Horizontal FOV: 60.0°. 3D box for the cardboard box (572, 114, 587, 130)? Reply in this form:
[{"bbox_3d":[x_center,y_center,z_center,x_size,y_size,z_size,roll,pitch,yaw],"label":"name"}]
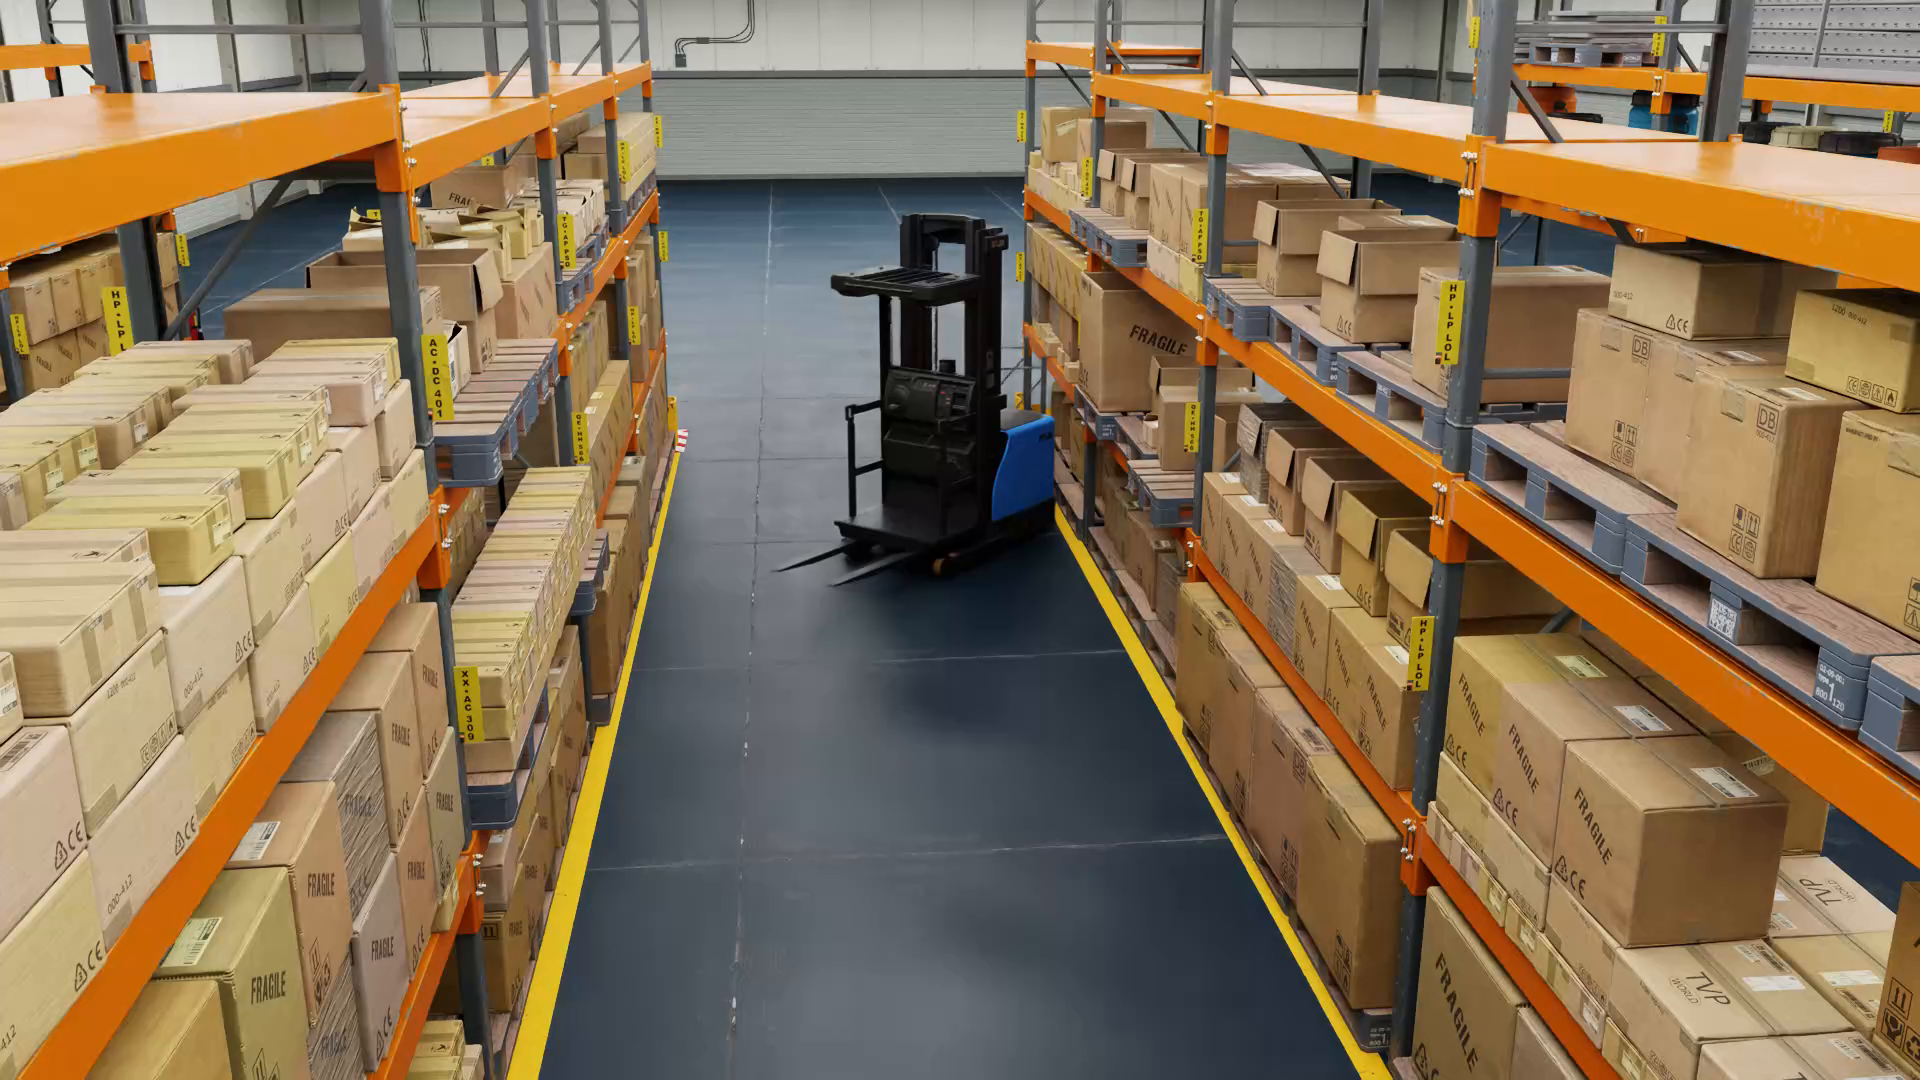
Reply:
[{"bbox_3d":[-3.996,-4.242,16.894,0.380,0.149,0.250,-2,18,-5],"label":"cardboard box"}]

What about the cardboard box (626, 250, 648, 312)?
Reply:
[{"bbox_3d":[-3.484,-2.475,16.001,0.875,0.550,0.500,-2,18,-6],"label":"cardboard box"}]

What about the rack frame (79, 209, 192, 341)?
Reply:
[{"bbox_3d":[-8.652,-2.303,17.506,1.000,3.000,0.127,-2,18,-6],"label":"rack frame"}]

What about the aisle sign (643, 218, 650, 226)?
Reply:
[{"bbox_3d":[-3.448,-3.757,17.796,0.394,0.787,0.004,-2,18,-6],"label":"aisle sign"}]

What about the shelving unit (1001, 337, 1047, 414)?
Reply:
[{"bbox_3d":[0.503,-1.151,16.336,0.587,1.500,1.083,-2,18,-7],"label":"shelving unit"}]

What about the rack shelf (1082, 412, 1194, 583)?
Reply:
[{"bbox_3d":[1.824,-0.479,12.895,1.077,0.370,4.000,-2,18,-6],"label":"rack shelf"}]

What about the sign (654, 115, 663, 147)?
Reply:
[{"bbox_3d":[-3.197,-4.315,17.559,0.100,0.325,0.005,-2,18,-6],"label":"sign"}]

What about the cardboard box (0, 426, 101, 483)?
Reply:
[{"bbox_3d":[-2.624,-0.212,4.587,0.380,0.149,0.250,-1,17,-3],"label":"cardboard box"}]

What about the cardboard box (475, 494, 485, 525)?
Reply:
[{"bbox_3d":[-3.063,-0.175,9.949,0.380,0.149,0.250,-1,17,-3],"label":"cardboard box"}]

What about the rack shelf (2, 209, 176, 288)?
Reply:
[{"bbox_3d":[-8.446,-2.795,15.266,1.077,0.370,4.000,-2,18,-6],"label":"rack shelf"}]

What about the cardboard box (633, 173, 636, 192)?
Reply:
[{"bbox_3d":[-3.104,-3.199,14.902,0.380,0.149,0.250,-2,18,-7],"label":"cardboard box"}]

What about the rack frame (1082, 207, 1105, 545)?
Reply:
[{"bbox_3d":[1.618,-1.418,14.685,1.000,3.000,0.127,-2,18,-6],"label":"rack frame"}]

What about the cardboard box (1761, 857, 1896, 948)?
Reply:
[{"bbox_3d":[2.858,1.325,5.702,0.500,0.250,0.500,-1,17,-5],"label":"cardboard box"}]

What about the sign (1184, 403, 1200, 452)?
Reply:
[{"bbox_3d":[1.492,-0.721,10.665,0.100,0.325,0.005,-2,18,-6],"label":"sign"}]

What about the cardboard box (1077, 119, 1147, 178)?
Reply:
[{"bbox_3d":[1.318,-3.403,14.503,0.500,0.500,0.500,-2,18,-7],"label":"cardboard box"}]

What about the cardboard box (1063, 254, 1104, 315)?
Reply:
[{"bbox_3d":[1.245,-2.359,15.350,0.500,0.500,0.500,-2,18,-6],"label":"cardboard box"}]

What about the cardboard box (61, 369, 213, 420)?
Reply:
[{"bbox_3d":[-2.635,-0.450,5.345,0.380,0.149,0.250,-2,18,-6],"label":"cardboard box"}]

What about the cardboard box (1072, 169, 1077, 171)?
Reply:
[{"bbox_3d":[1.241,-3.370,15.482,0.380,0.149,0.250,-1,17,-4],"label":"cardboard box"}]

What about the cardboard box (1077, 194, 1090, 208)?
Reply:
[{"bbox_3d":[1.311,-2.905,14.665,0.500,0.250,0.500,-1,17,-4],"label":"cardboard box"}]

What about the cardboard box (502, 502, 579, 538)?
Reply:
[{"bbox_3d":[-2.325,-0.103,9.222,0.380,0.149,0.250,-1,17,-4],"label":"cardboard box"}]

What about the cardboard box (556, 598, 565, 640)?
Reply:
[{"bbox_3d":[-2.247,0.413,8.573,0.380,0.149,0.250,-3,18,-8],"label":"cardboard box"}]

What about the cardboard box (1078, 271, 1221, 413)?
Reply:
[{"bbox_3d":[1.561,-1.663,13.764,1.000,1.000,1.000,-2,18,-5],"label":"cardboard box"}]

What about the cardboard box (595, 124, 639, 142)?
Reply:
[{"bbox_3d":[-3.158,-3.732,15.270,0.380,0.149,0.250,-2,18,-6],"label":"cardboard box"}]

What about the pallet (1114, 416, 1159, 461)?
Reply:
[{"bbox_3d":[1.786,-0.723,12.792,1.003,0.211,1.213,-2,18,-6],"label":"pallet"}]

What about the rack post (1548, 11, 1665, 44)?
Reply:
[{"bbox_3d":[6.363,-5.012,16.245,0.937,0.300,0.954,-2,18,-7],"label":"rack post"}]

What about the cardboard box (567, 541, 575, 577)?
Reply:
[{"bbox_3d":[-2.302,0.115,9.026,0.380,0.149,0.250,-2,18,-6],"label":"cardboard box"}]

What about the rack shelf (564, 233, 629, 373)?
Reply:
[{"bbox_3d":[-3.120,-1.787,12.053,1.077,0.370,4.000,-2,18,-6],"label":"rack shelf"}]

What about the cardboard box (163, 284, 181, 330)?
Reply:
[{"bbox_3d":[-8.322,-2.340,16.958,0.500,0.500,0.500,-2,18,-7],"label":"cardboard box"}]

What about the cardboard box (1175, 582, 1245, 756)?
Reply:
[{"bbox_3d":[2.081,0.794,10.487,1.225,0.875,0.875,-3,18,-8],"label":"cardboard box"}]

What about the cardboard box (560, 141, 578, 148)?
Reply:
[{"bbox_3d":[-3.734,-3.482,15.140,0.500,0.250,0.500,-2,18,-6],"label":"cardboard box"}]

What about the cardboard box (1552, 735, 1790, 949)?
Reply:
[{"bbox_3d":[2.340,0.990,5.517,0.500,0.500,0.500,-2,18,-7],"label":"cardboard box"}]

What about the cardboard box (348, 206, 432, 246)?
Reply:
[{"bbox_3d":[-3.093,-1.664,9.017,0.396,0.266,0.258,-2,18,-6],"label":"cardboard box"}]

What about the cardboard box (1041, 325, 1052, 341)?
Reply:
[{"bbox_3d":[1.062,-2.173,17.511,0.380,0.149,0.250,-2,18,-6],"label":"cardboard box"}]

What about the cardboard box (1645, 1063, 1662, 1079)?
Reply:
[{"bbox_3d":[2.334,1.726,5.091,0.380,0.149,0.250,-1,17,-5],"label":"cardboard box"}]

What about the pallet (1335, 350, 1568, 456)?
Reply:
[{"bbox_3d":[2.299,-0.646,7.537,0.805,0.209,1.217,-2,18,-8],"label":"pallet"}]

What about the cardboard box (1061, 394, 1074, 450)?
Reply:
[{"bbox_3d":[1.349,-1.254,17.634,0.500,0.500,0.500,3,18,9],"label":"cardboard box"}]

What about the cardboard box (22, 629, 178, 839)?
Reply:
[{"bbox_3d":[-1.930,0.388,3.340,0.500,0.250,0.500,-2,18,-6],"label":"cardboard box"}]

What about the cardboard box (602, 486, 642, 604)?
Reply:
[{"bbox_3d":[-3.077,0.048,13.071,1.050,0.750,0.750,-2,18,-6],"label":"cardboard box"}]

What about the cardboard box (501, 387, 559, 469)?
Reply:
[{"bbox_3d":[-2.950,-0.762,10.759,0.700,0.500,0.500,-2,18,-6],"label":"cardboard box"}]

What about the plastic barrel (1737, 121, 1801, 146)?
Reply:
[{"bbox_3d":[6.813,-3.096,14.187,0.600,0.901,0.708,-2,18,-6],"label":"plastic barrel"}]

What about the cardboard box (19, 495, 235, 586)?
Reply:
[{"bbox_3d":[-1.948,0.002,3.906,0.380,0.149,0.250,-1,17,-4],"label":"cardboard box"}]

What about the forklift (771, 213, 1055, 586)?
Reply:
[{"bbox_3d":[-0.390,-1.245,14.248,1.130,2.935,3.031,12,21,34],"label":"forklift"}]

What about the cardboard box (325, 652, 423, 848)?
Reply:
[{"bbox_3d":[-2.125,0.708,5.582,0.500,0.500,0.500,-2,18,-7],"label":"cardboard box"}]

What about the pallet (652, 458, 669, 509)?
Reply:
[{"bbox_3d":[-3.456,-0.557,16.600,1.003,0.211,1.213,-2,18,-6],"label":"pallet"}]

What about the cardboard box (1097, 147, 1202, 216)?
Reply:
[{"bbox_3d":[1.568,-2.955,13.701,0.797,0.503,0.637,-3,18,-8],"label":"cardboard box"}]

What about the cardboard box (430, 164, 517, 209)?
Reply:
[{"bbox_3d":[-3.371,-2.339,11.577,0.500,0.500,0.500,-2,18,-6],"label":"cardboard box"}]

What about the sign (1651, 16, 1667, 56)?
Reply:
[{"bbox_3d":[5.996,-4.319,14.261,0.100,0.325,0.005,-2,18,-6],"label":"sign"}]

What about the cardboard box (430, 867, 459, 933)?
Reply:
[{"bbox_3d":[-2.104,1.360,6.257,0.380,0.149,0.250,-2,18,-7],"label":"cardboard box"}]

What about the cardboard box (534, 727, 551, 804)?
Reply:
[{"bbox_3d":[-2.420,1.184,8.617,0.500,0.250,0.500,-1,17,-4],"label":"cardboard box"}]

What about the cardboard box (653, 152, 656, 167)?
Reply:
[{"bbox_3d":[-3.367,-3.957,17.317,0.380,0.149,0.250,-2,18,-6],"label":"cardboard box"}]

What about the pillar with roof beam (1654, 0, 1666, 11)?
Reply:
[{"bbox_3d":[10.780,-10.979,35.124,9.100,9.000,0.400,-2,18,-6],"label":"pillar with roof beam"}]

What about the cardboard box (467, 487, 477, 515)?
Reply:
[{"bbox_3d":[-3.028,-0.243,9.670,0.380,0.149,0.250,-2,18,-7],"label":"cardboard box"}]

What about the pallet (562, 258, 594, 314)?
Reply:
[{"bbox_3d":[-3.033,-1.634,10.681,1.213,0.211,1.003,-1,17,-3],"label":"pallet"}]

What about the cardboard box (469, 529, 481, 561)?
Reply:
[{"bbox_3d":[-3.041,0.036,9.772,0.380,0.149,0.250,-1,17,-3],"label":"cardboard box"}]

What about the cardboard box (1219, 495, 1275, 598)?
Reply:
[{"bbox_3d":[1.865,0.033,9.897,0.500,0.500,0.500,-2,18,-7],"label":"cardboard box"}]
